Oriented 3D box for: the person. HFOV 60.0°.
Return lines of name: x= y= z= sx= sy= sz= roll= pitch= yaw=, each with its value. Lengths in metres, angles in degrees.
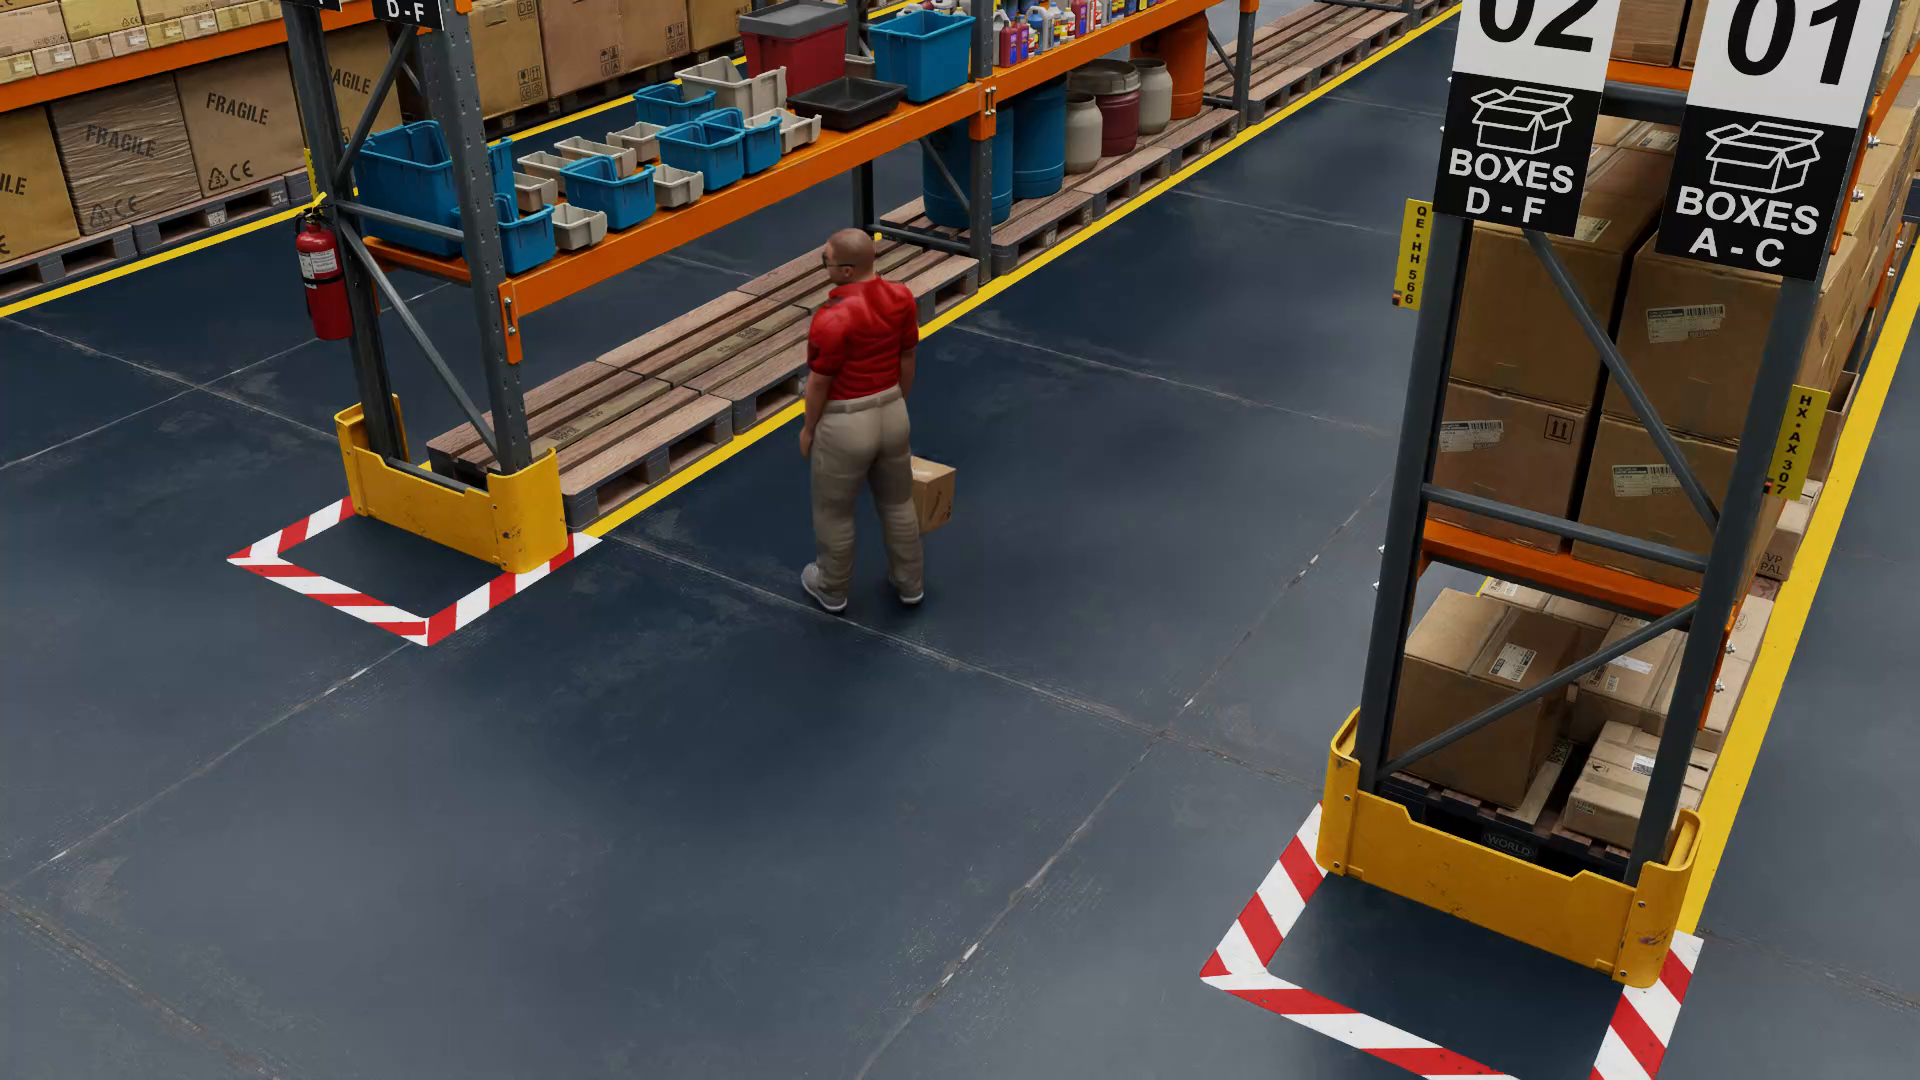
person: x=-0.440 y=-0.503 z=6.963 sx=0.580 sy=1.735 sz=0.514 roll=-26 pitch=39 yaw=-36
